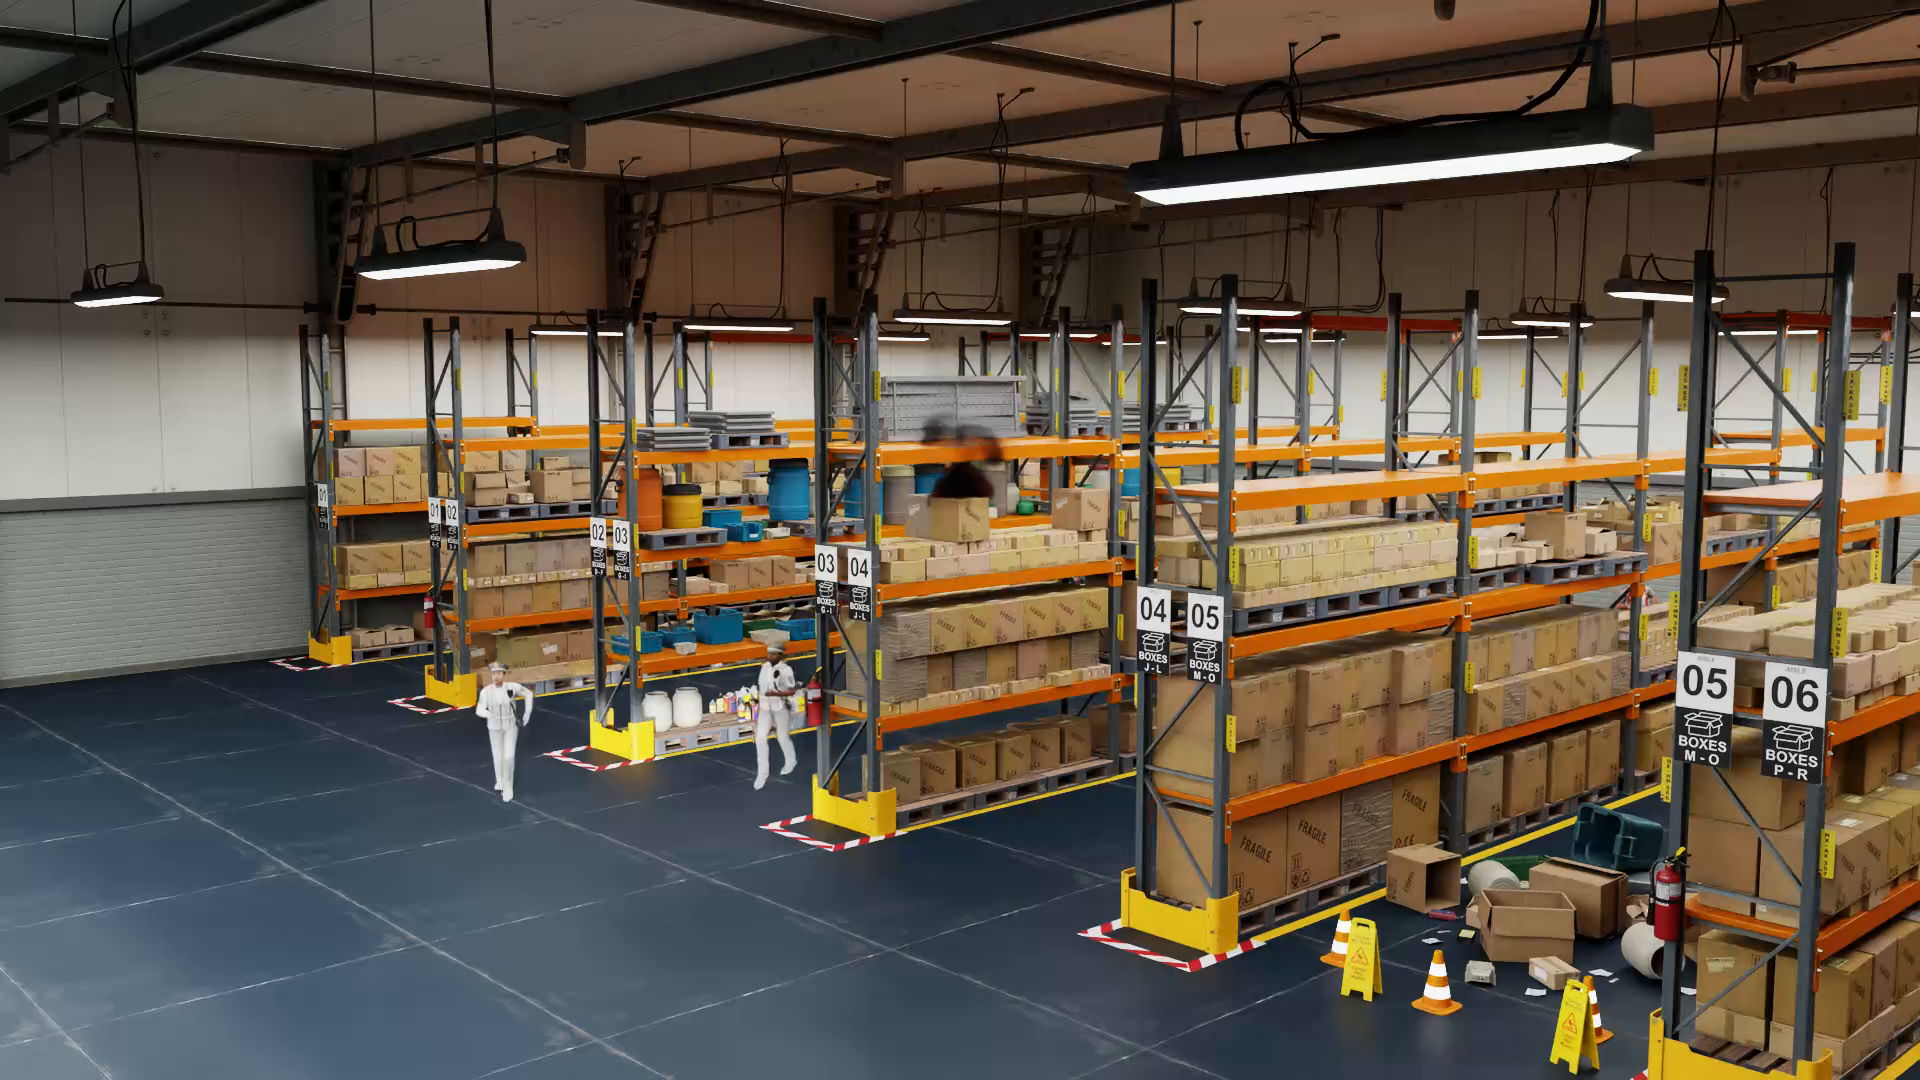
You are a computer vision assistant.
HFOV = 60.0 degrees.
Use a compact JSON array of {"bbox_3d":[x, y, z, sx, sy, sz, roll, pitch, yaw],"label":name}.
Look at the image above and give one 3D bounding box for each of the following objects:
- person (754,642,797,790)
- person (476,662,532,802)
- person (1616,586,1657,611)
[{"bbox_3d":[-2.217,2.079,20.114,0.395,1.754,0.774,2,6,20],"label":"person"},{"bbox_3d":[-5.506,2.296,20.102,0.620,1.702,0.823,0,6,-5],"label":"person"},{"bbox_3d":[11.607,1.281,28.566,0.661,1.441,0.619,2,6,20],"label":"person"}]
